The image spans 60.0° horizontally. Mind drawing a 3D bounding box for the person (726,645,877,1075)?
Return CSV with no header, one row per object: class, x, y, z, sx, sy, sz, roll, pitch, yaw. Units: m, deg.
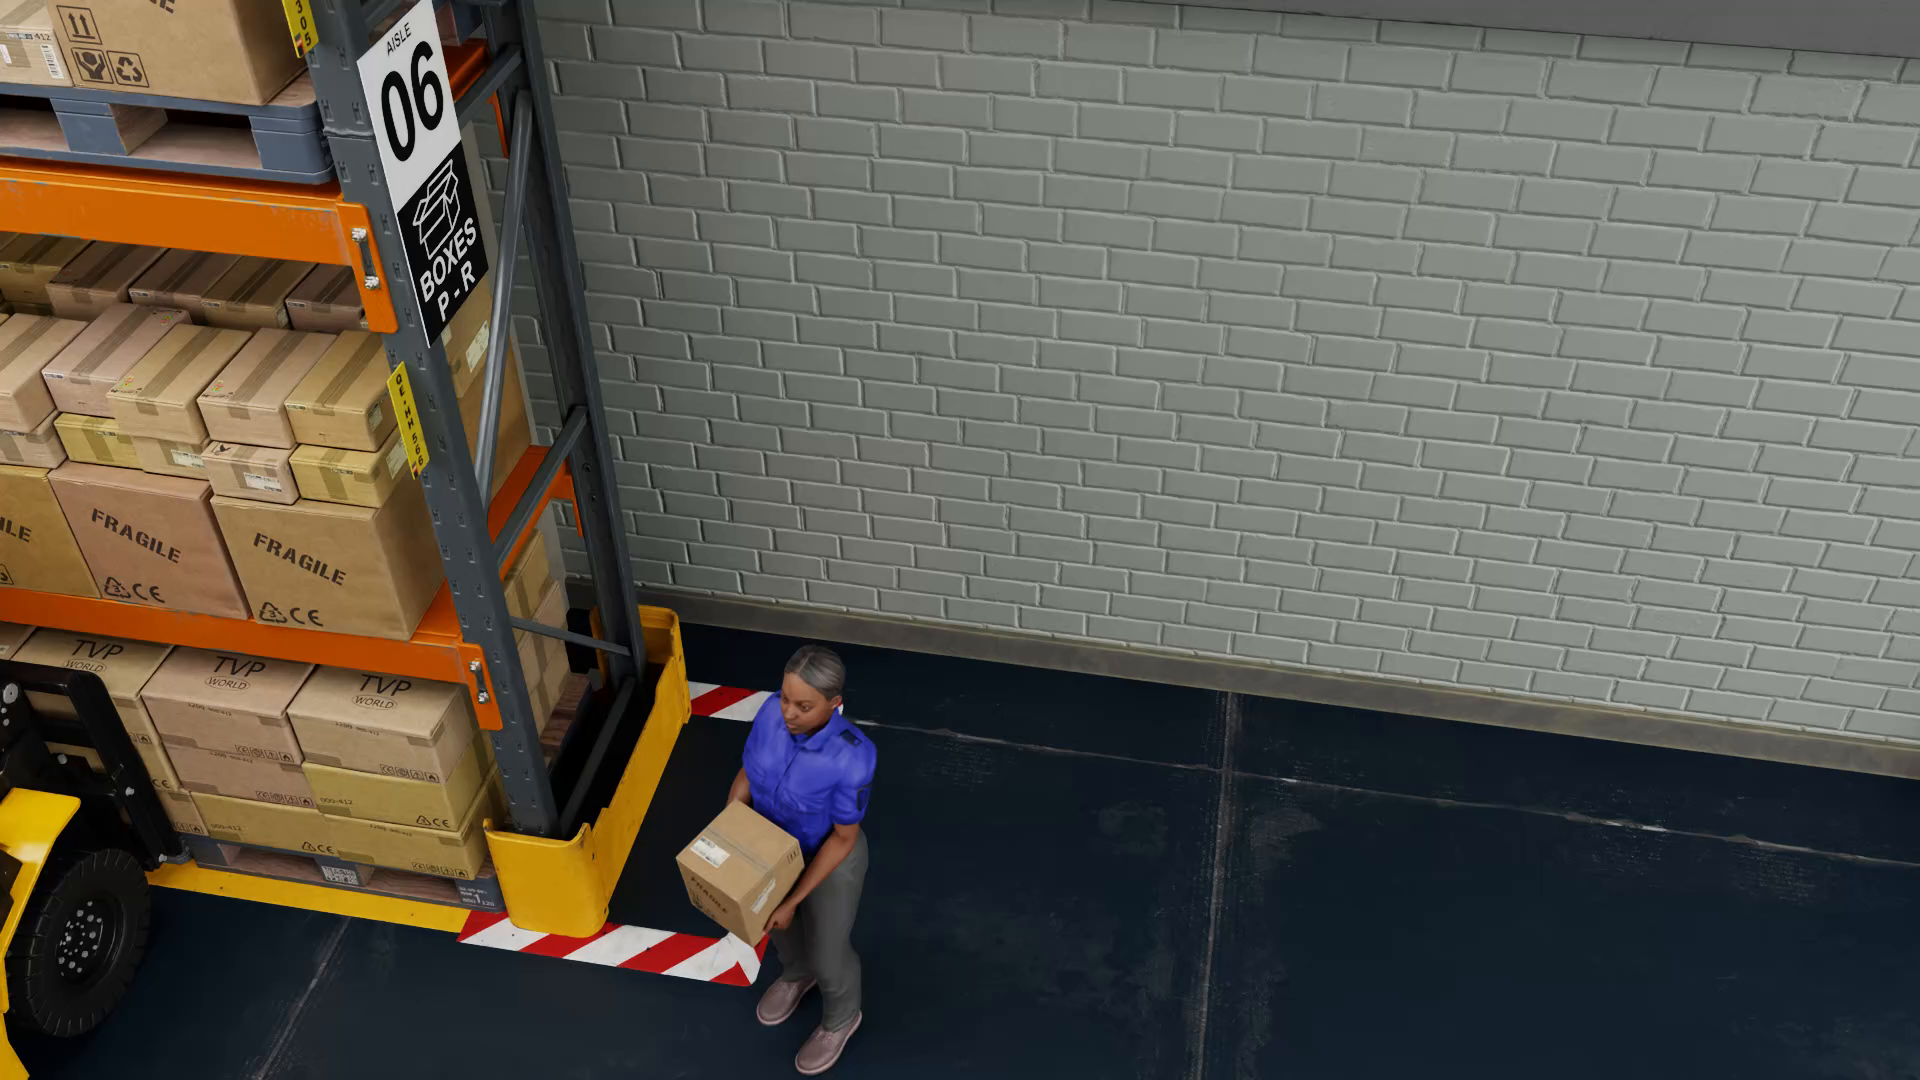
person,-0.507,0.997,5.014,0.451,1.648,0.516,28,48,28
